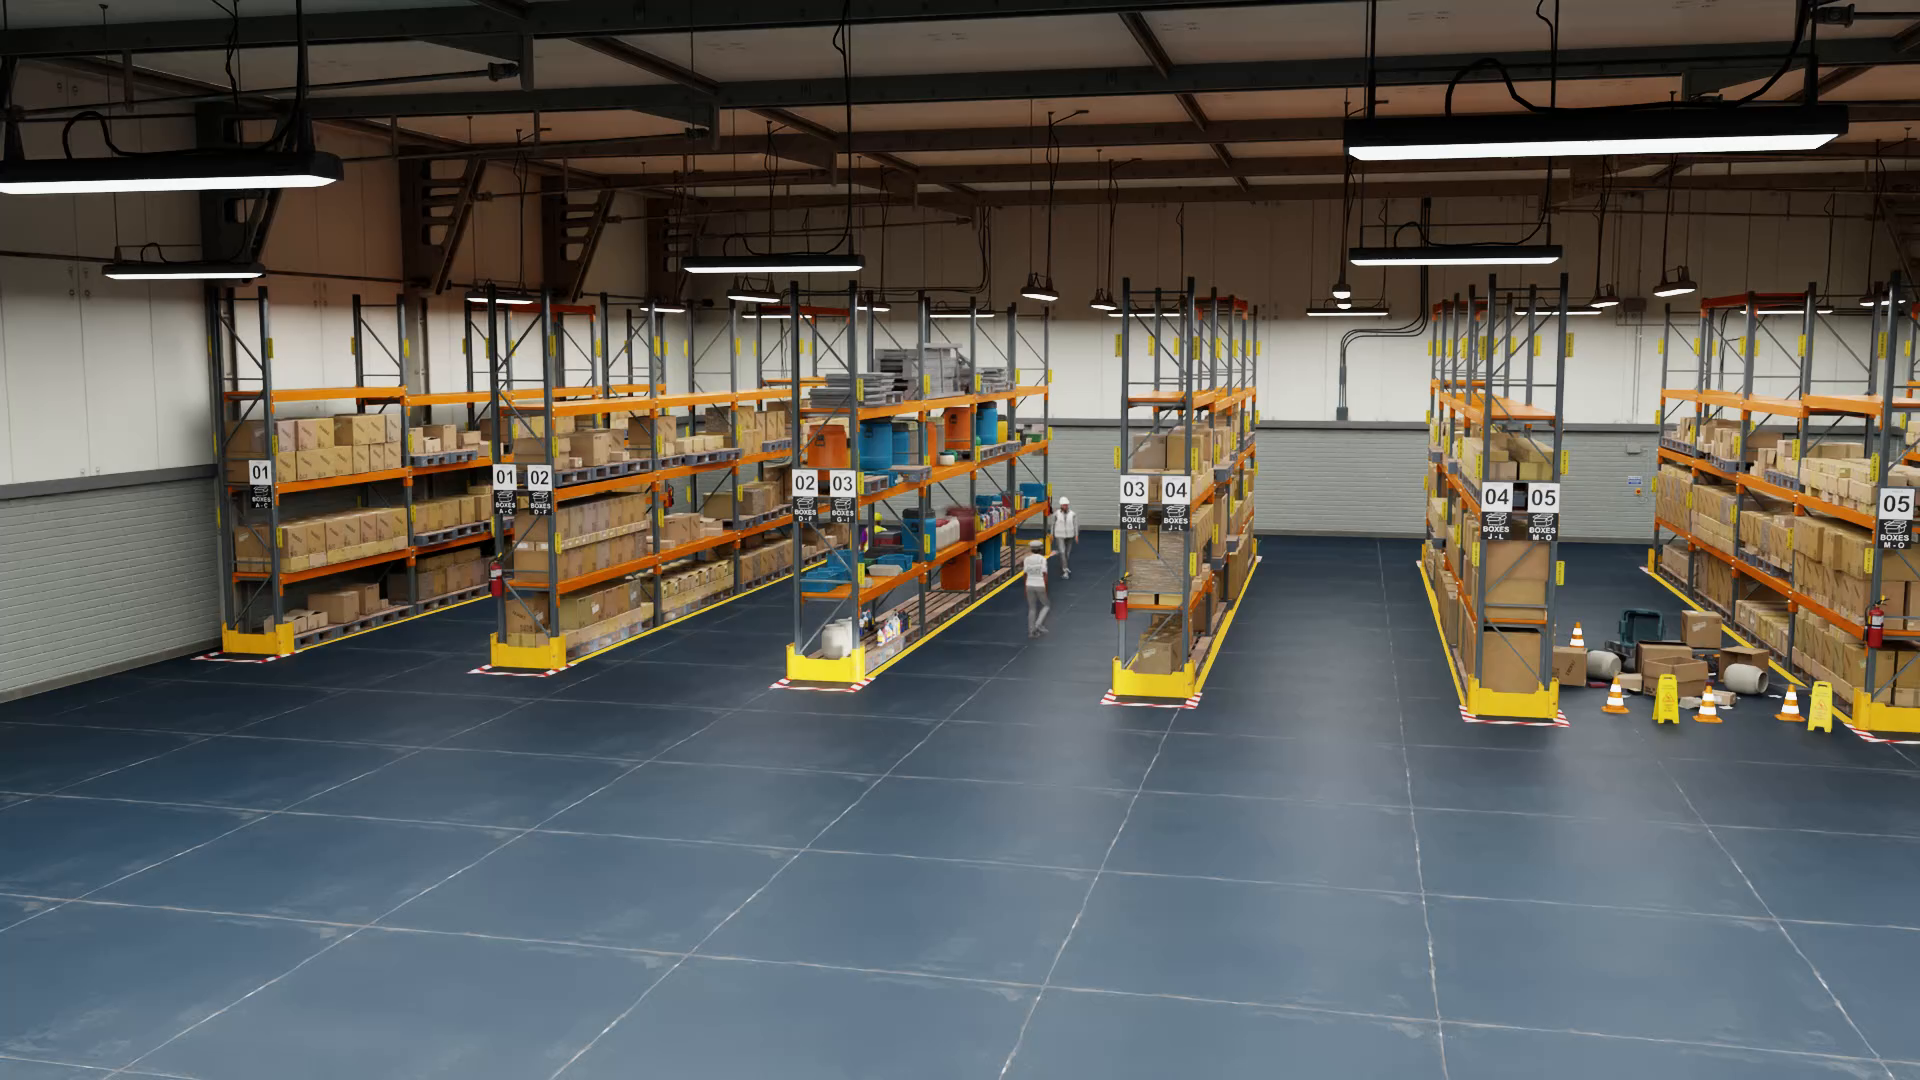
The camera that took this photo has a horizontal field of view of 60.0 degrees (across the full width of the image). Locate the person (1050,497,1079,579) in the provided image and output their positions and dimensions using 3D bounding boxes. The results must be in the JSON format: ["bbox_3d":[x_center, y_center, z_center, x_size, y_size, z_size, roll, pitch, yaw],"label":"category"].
[{"bbox_3d":[2.335,-0.074,36.576,0.574,1.740,0.950,-2,7,-15],"label":"person"}]

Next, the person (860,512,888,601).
[{"bbox_3d":[-1.695,0.337,32.943,0.609,1.760,0.488,0,7,1],"label":"person"}]

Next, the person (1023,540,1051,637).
[{"bbox_3d":[1.327,0.854,28.905,0.504,1.664,0.456,3,7,24],"label":"person"}]

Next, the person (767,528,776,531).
[{"bbox_3d":[-5.160,-1.094,45.738,0.392,1.687,0.504,2,7,16],"label":"person"}]
